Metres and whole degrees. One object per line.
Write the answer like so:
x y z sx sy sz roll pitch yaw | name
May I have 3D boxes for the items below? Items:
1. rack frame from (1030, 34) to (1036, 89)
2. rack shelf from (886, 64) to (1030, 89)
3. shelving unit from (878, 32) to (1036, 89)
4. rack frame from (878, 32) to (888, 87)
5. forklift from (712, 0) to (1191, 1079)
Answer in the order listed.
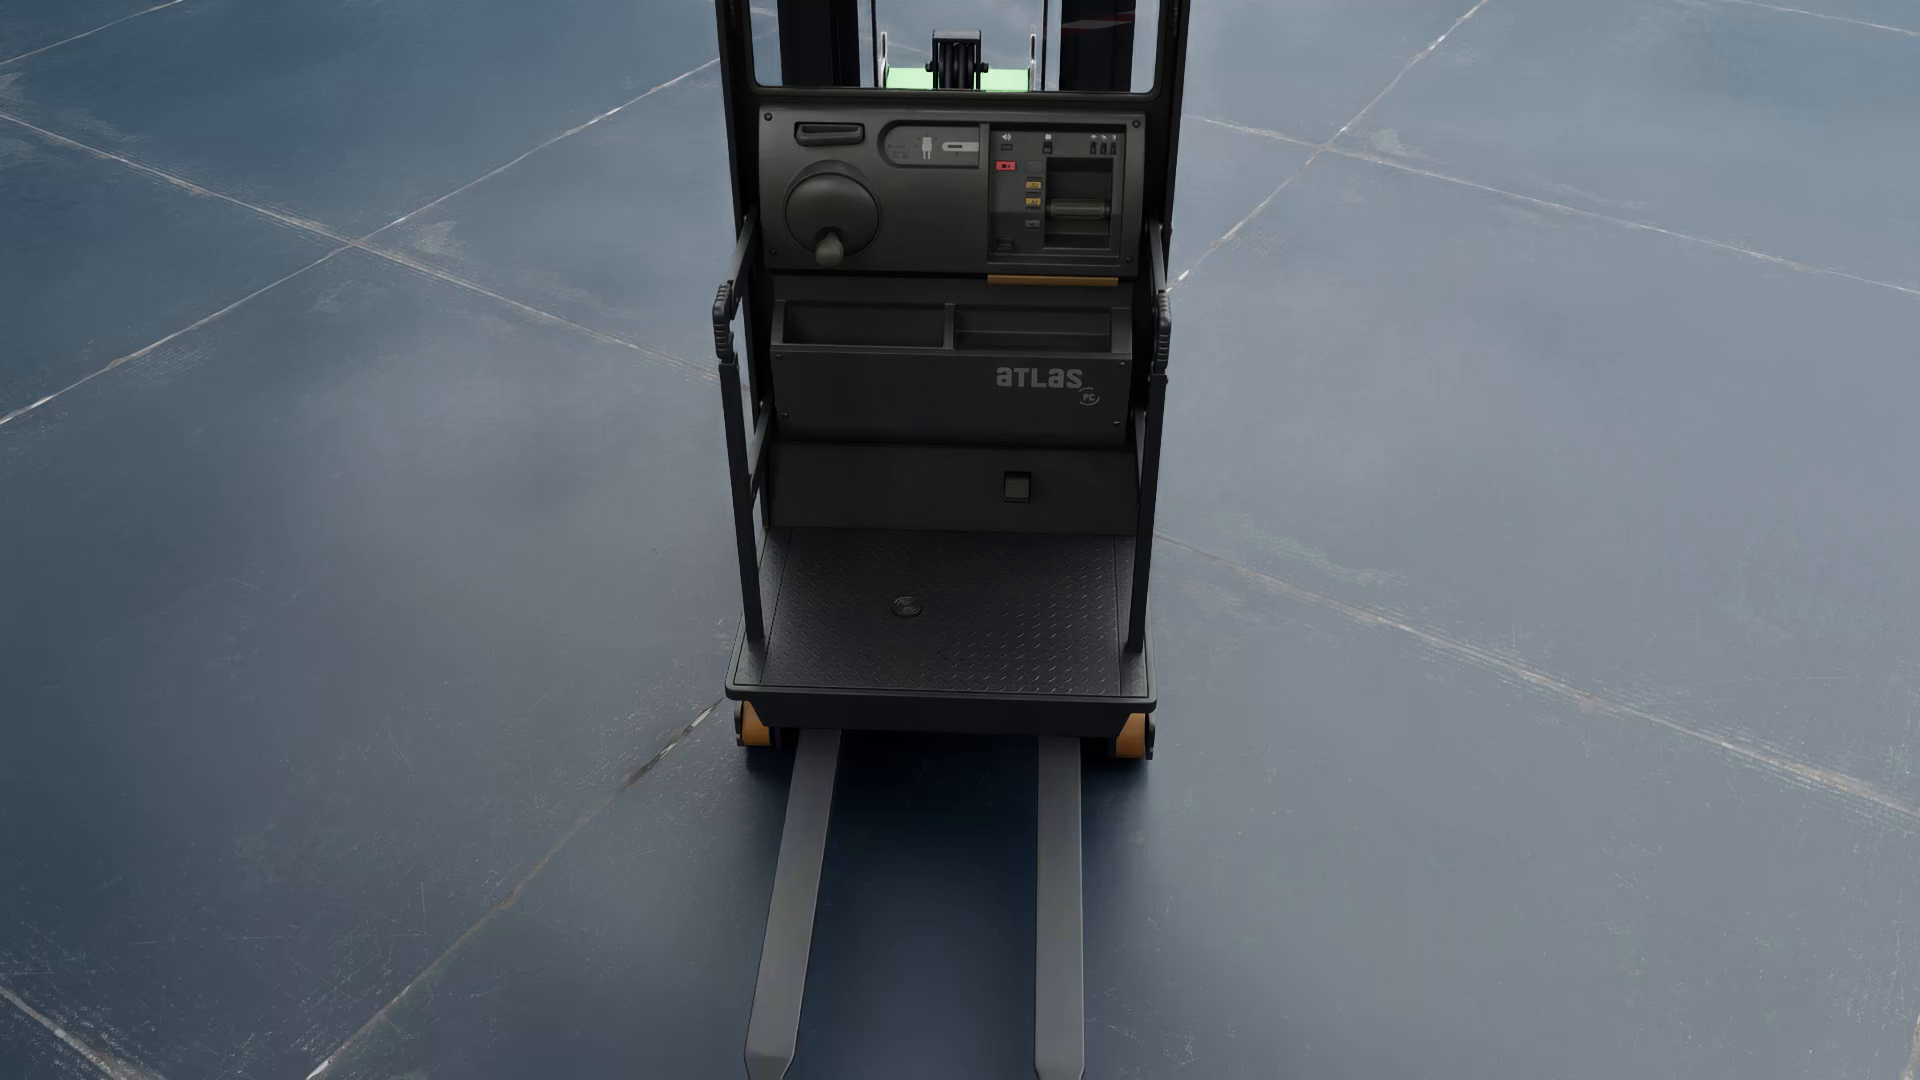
0.235 -1.103 5.698 0.015 1.200 0.240 1 38 2 | rack frame
-0.009 -1.438 5.451 0.480 0.148 0.258 1 38 2 | rack shelf
-0.009 -1.108 5.705 0.503 1.200 0.258 1 38 2 | shelving unit
-0.253 -1.114 5.712 0.015 1.200 0.240 1 38 2 | rack frame
-0.029 -0.777 3.857 1.130 2.935 3.031 2 38 2 | forklift
